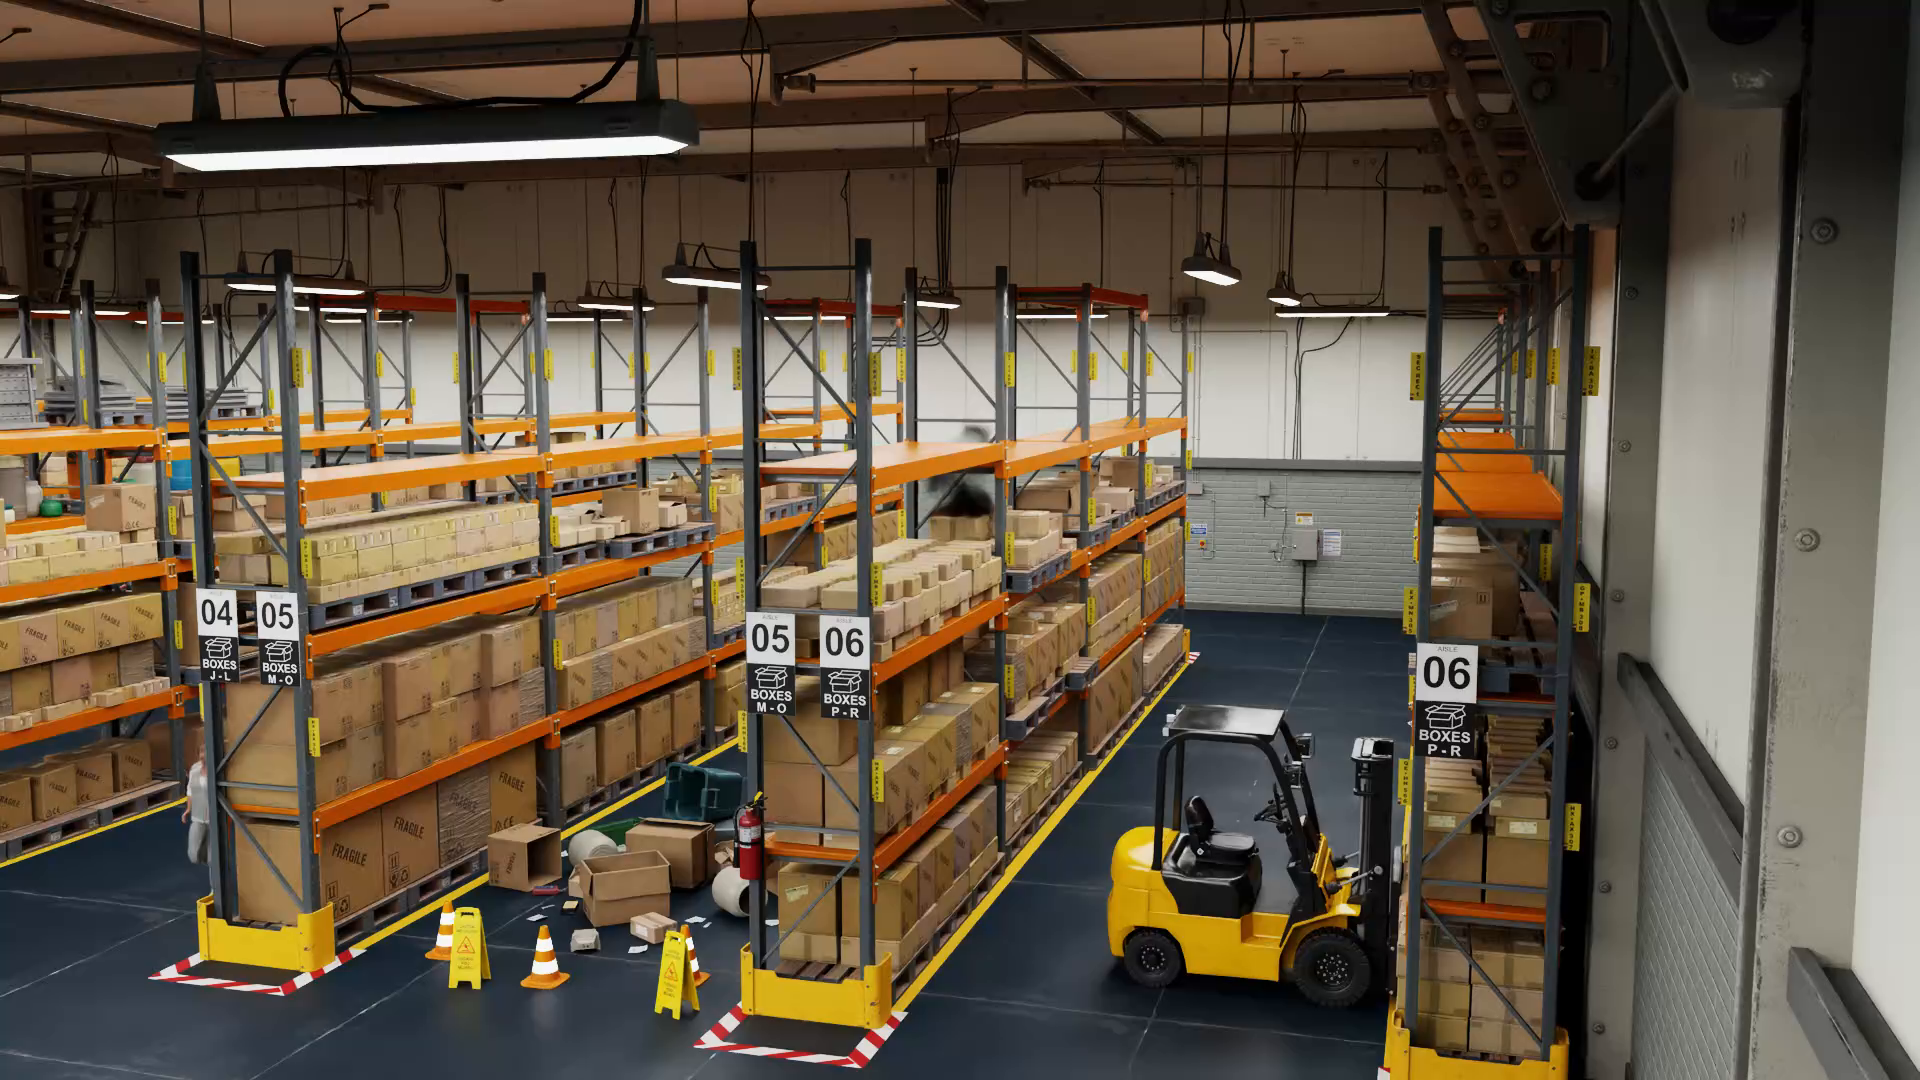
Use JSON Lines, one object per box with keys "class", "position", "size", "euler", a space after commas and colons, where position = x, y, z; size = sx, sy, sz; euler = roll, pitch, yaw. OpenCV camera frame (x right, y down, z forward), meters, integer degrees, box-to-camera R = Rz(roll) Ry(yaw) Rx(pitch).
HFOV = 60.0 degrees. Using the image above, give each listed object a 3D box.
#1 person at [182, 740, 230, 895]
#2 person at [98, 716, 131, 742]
{"class": "person", "position": [-7.086, 2.648, 15.714], "size": [0.536, 1.555, 0.544], "euler": [0, 6, 2]}
{"class": "person", "position": [-11.268, 1.835, 22.041], "size": [0.581, 1.699, 0.876], "euler": [1, 6, 8]}
